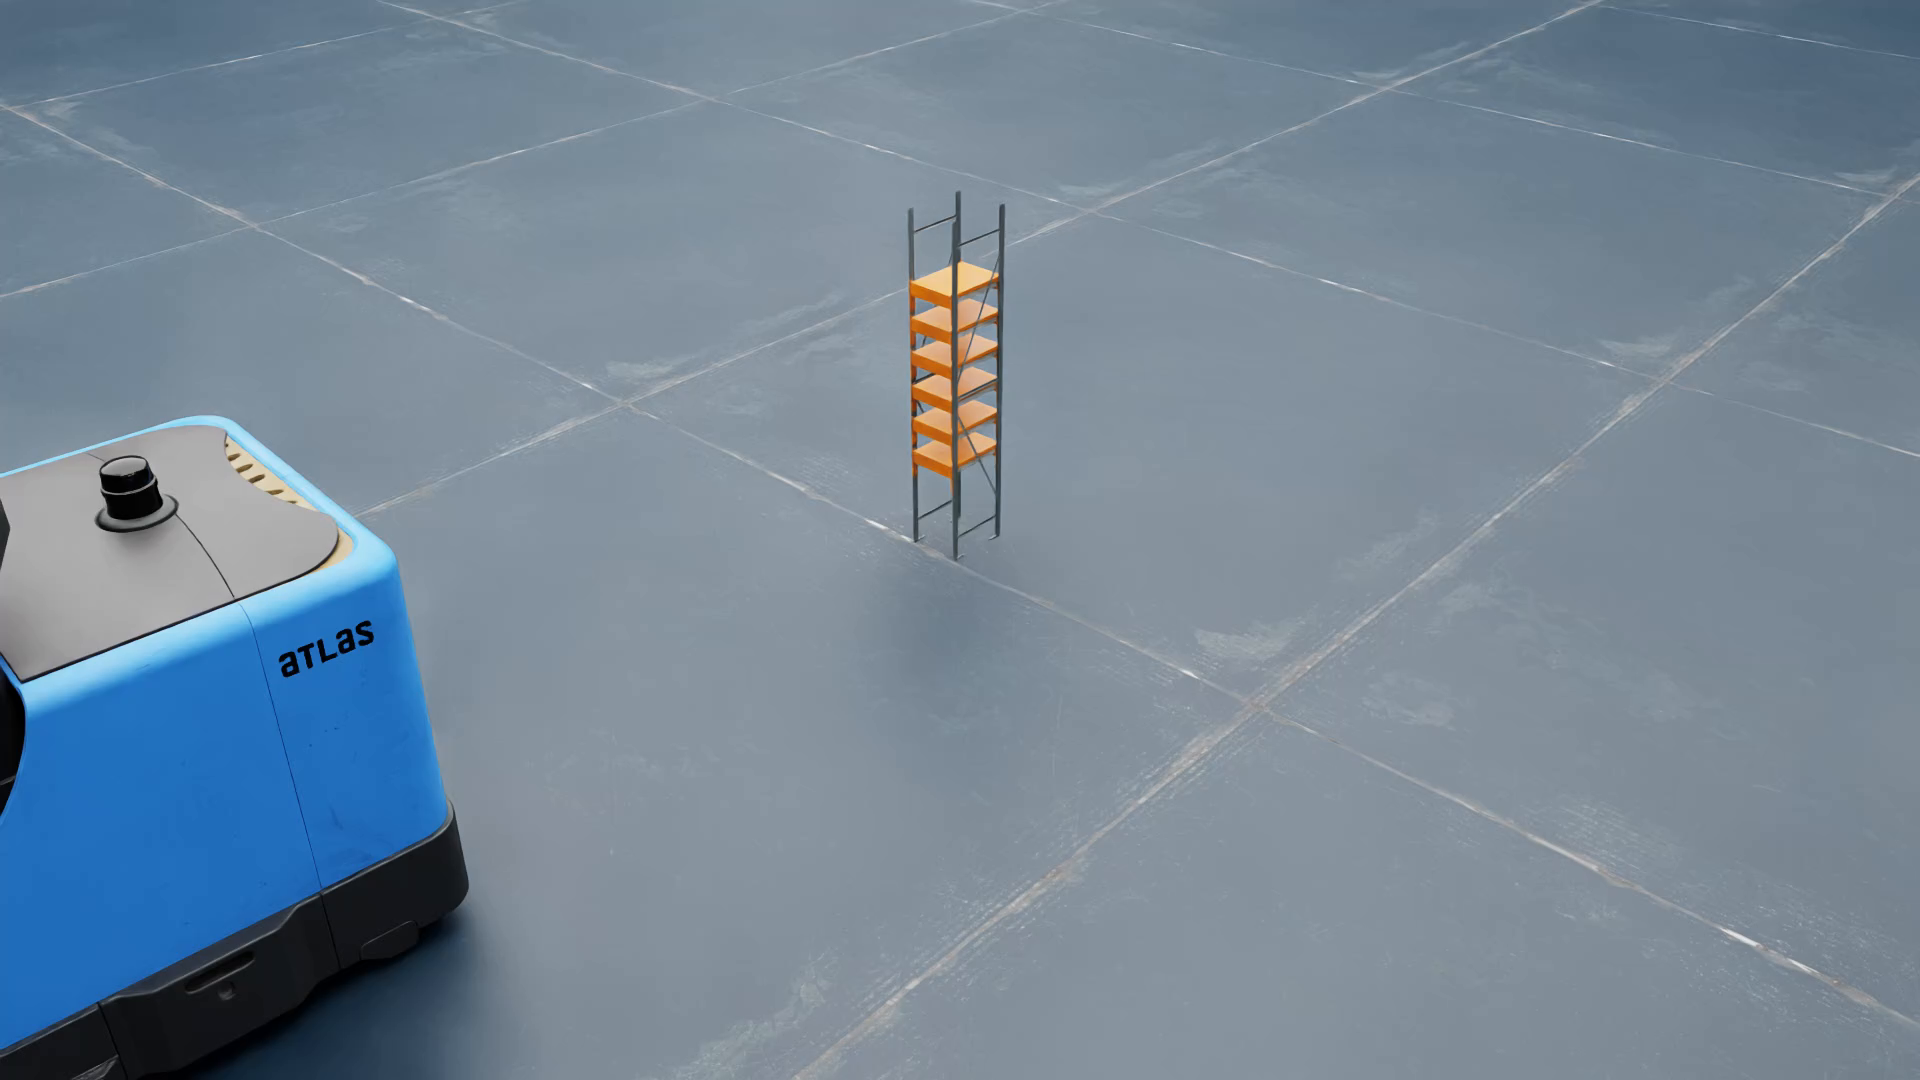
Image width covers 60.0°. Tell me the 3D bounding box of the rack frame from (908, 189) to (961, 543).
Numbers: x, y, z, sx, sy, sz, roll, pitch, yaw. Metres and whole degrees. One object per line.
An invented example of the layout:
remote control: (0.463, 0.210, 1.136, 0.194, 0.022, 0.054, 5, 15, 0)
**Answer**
rack frame: (-0.079, -0.551, 5.501, 0.006, 1.200, 0.240, 25, 39, 35)

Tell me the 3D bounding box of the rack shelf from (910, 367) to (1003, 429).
rack shelf: (-0.011, -0.481, 5.472, 0.180, 0.103, 0.258, 25, 39, 35)

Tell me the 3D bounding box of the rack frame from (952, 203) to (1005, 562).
rack frame: (0.057, -0.487, 5.396, 0.006, 1.200, 0.240, 25, 39, 35)

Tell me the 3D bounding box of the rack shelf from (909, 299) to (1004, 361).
rack shelf: (-0.011, -0.687, 5.348, 0.180, 0.103, 0.258, 25, 39, 35)

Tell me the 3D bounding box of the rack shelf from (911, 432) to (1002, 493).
rack shelf: (-0.011, -0.275, 5.596, 0.180, 0.103, 0.258, 25, 39, 35)

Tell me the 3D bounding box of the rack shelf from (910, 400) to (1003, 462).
rack shelf: (-0.011, -0.378, 5.534, 0.180, 0.103, 0.258, 25, 39, 35)

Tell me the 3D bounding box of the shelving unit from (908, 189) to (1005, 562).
shelving unit: (-0.011, -0.519, 5.449, 0.189, 1.200, 0.258, 25, 39, 35)

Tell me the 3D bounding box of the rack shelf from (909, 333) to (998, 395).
rack shelf: (-0.011, -0.584, 5.410, 0.180, 0.103, 0.258, 25, 39, 35)

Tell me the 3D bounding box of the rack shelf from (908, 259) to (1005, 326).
rack shelf: (-0.011, -0.789, 5.286, 0.180, 0.103, 0.258, 25, 39, 35)

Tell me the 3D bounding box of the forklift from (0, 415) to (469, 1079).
forklift: (-2.647, 0.026, 2.866, 3.031, 2.935, 1.130, -26, 40, -36)
